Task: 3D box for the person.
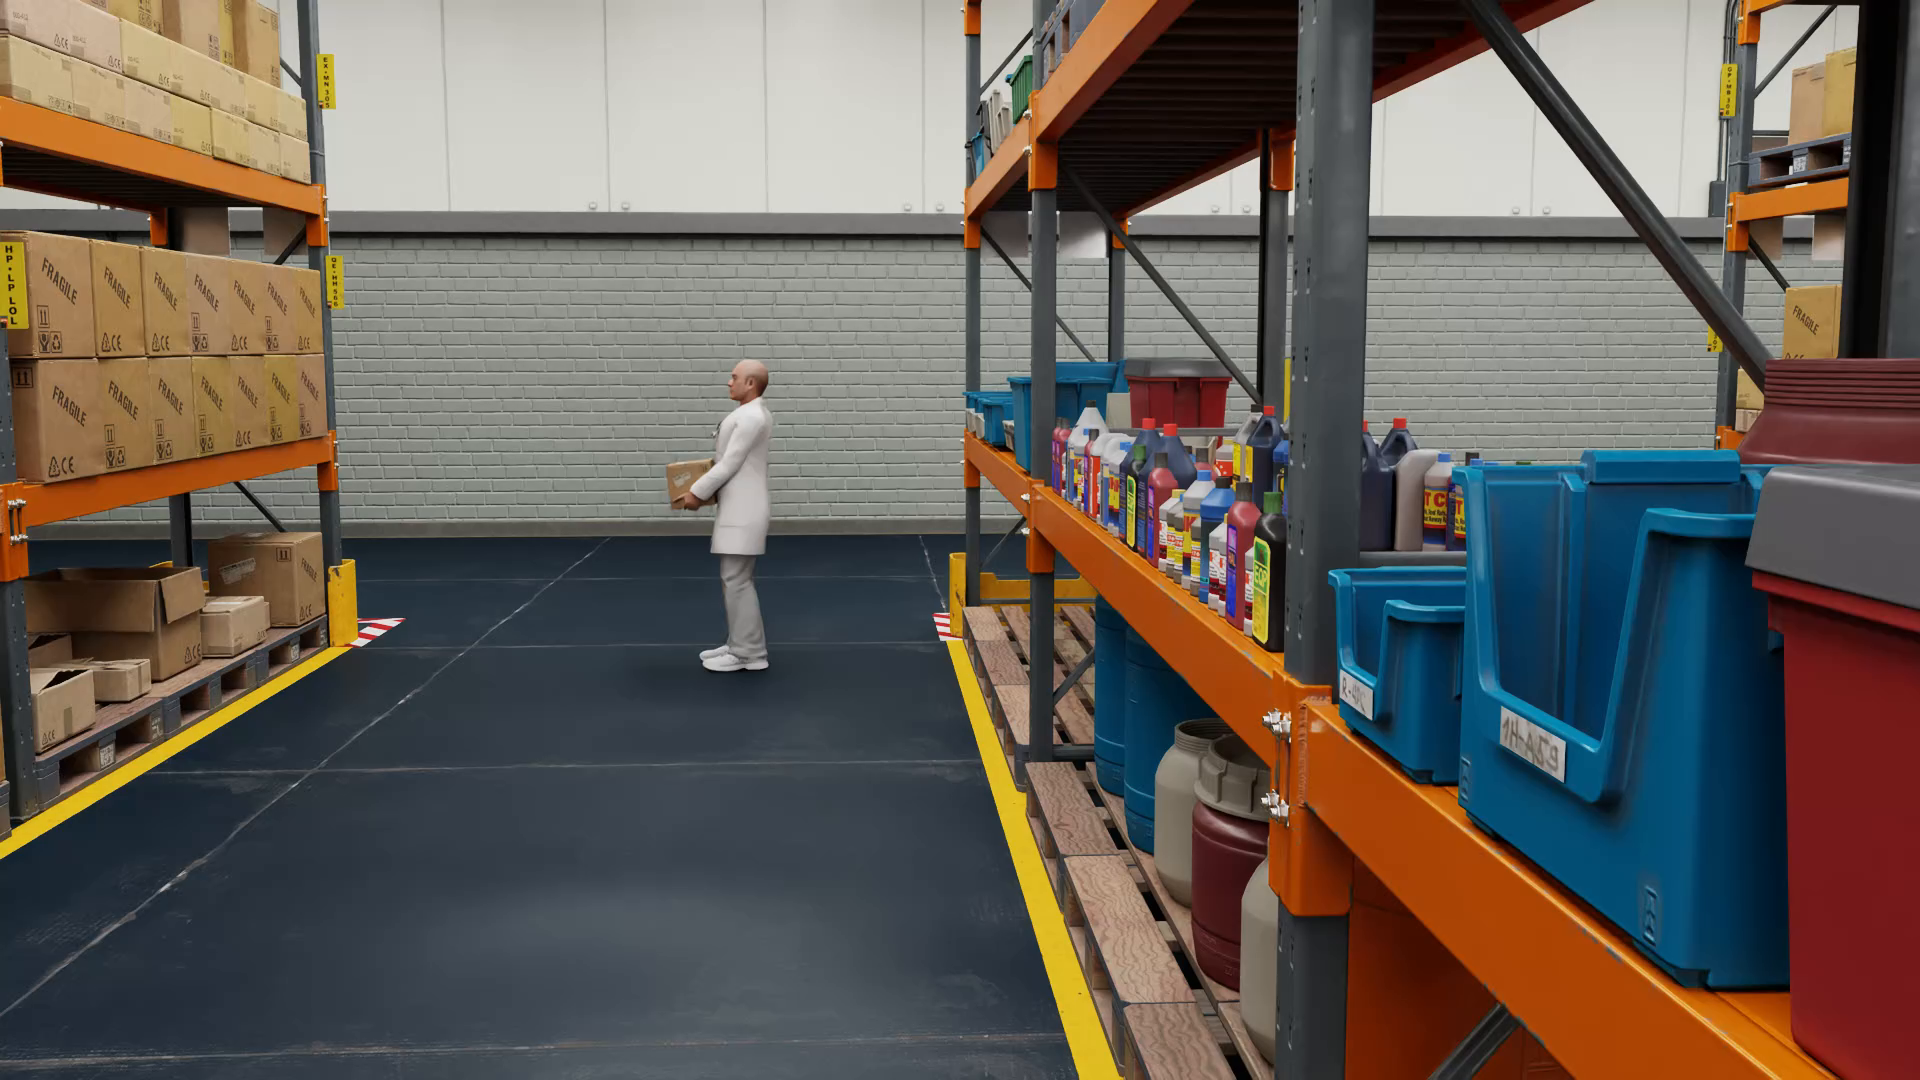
[{"bbox_3d":[-1.356,-0.146,9.566,0.556,1.775,0.527,0,7,-3],"label":"person"}]
